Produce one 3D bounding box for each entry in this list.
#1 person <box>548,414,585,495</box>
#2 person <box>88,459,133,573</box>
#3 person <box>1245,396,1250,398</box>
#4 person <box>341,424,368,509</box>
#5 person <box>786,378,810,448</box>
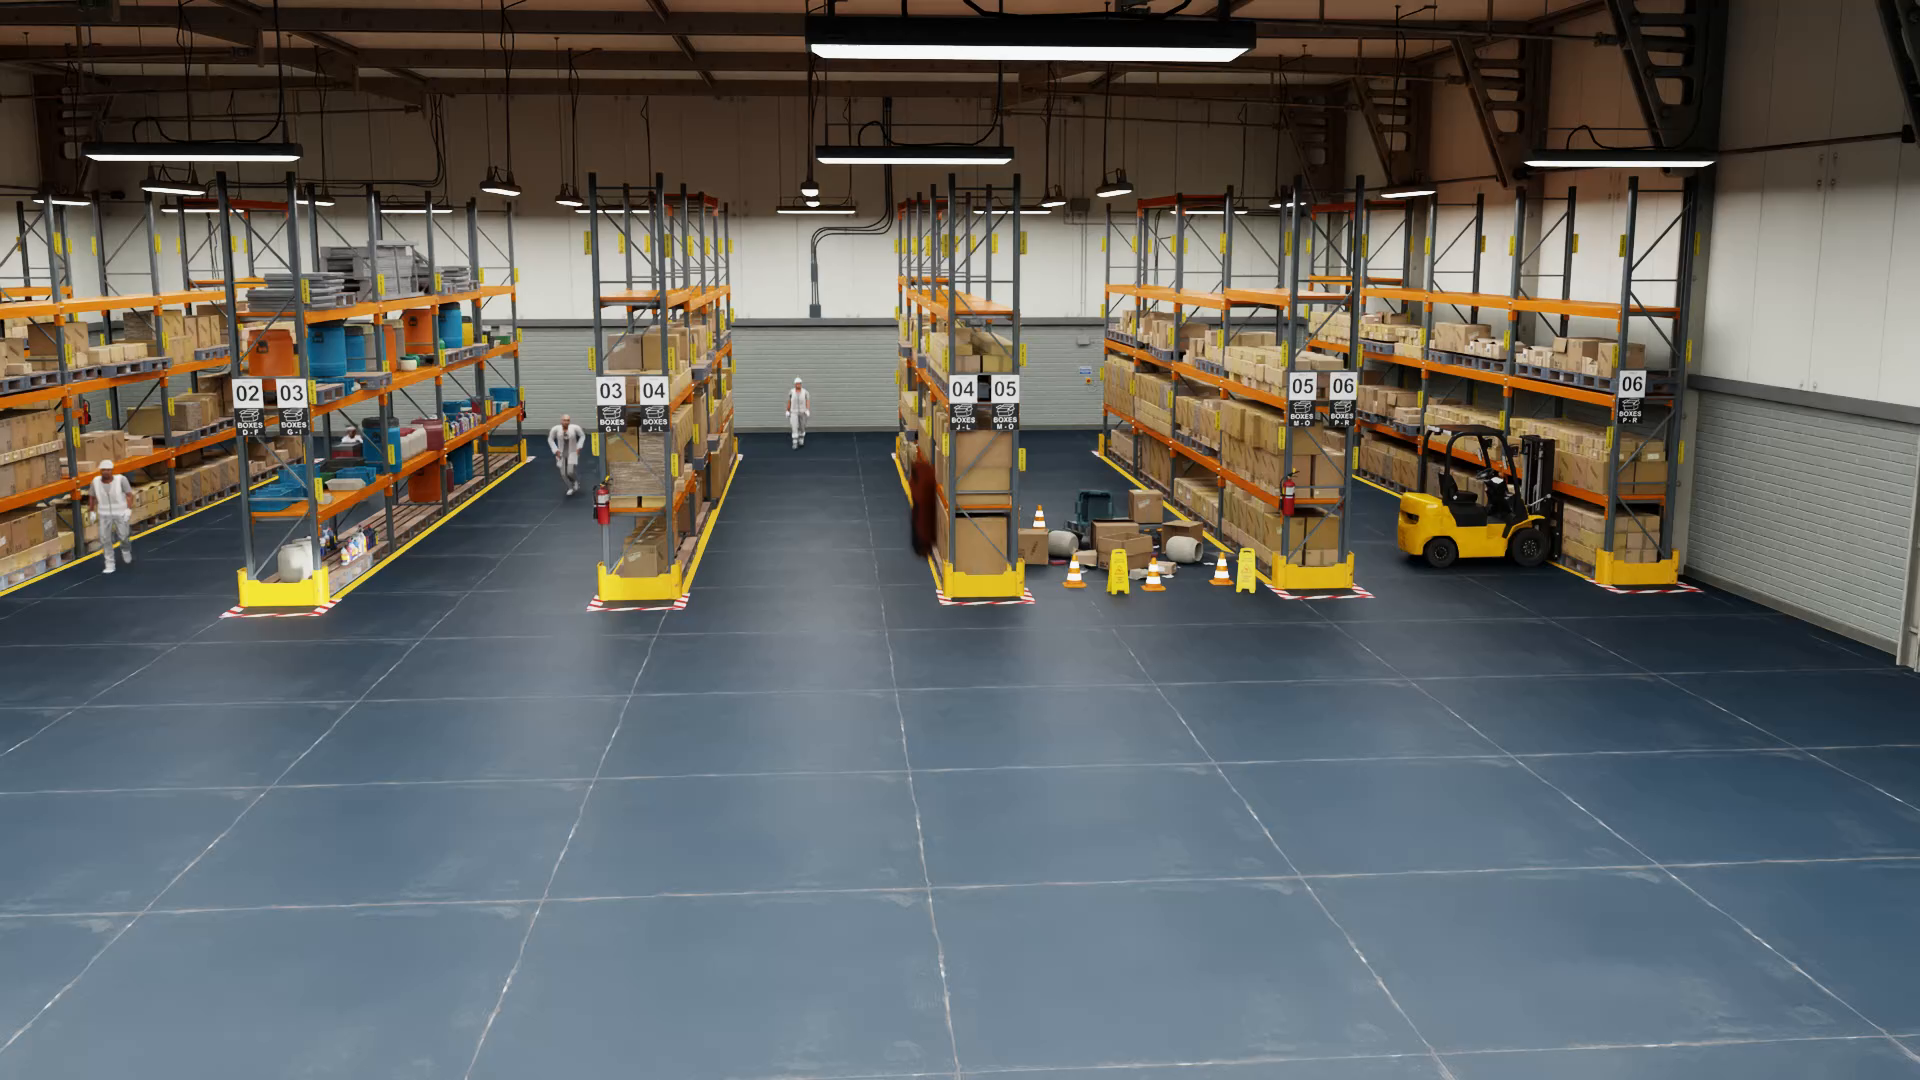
[{"bbox_3d":[-7.973,-1.739,33.781,0.703,1.676,0.675,0,10,3],"label":"person"},{"bbox_3d":[-13.238,-0.403,25.966,0.635,1.760,0.703,-3,10,-16],"label":"person"},{"bbox_3d":[6.343,-2.298,36.575,0.638,1.779,0.528,-7,12,-33],"label":"person"},{"bbox_3d":[-11.741,-1.466,32.236,0.540,1.615,1.021,-1,10,-7],"label":"person"},{"bbox_3d":[-4.046,-3.190,41.595,0.597,1.720,1.050,-2,10,-10],"label":"person"}]
